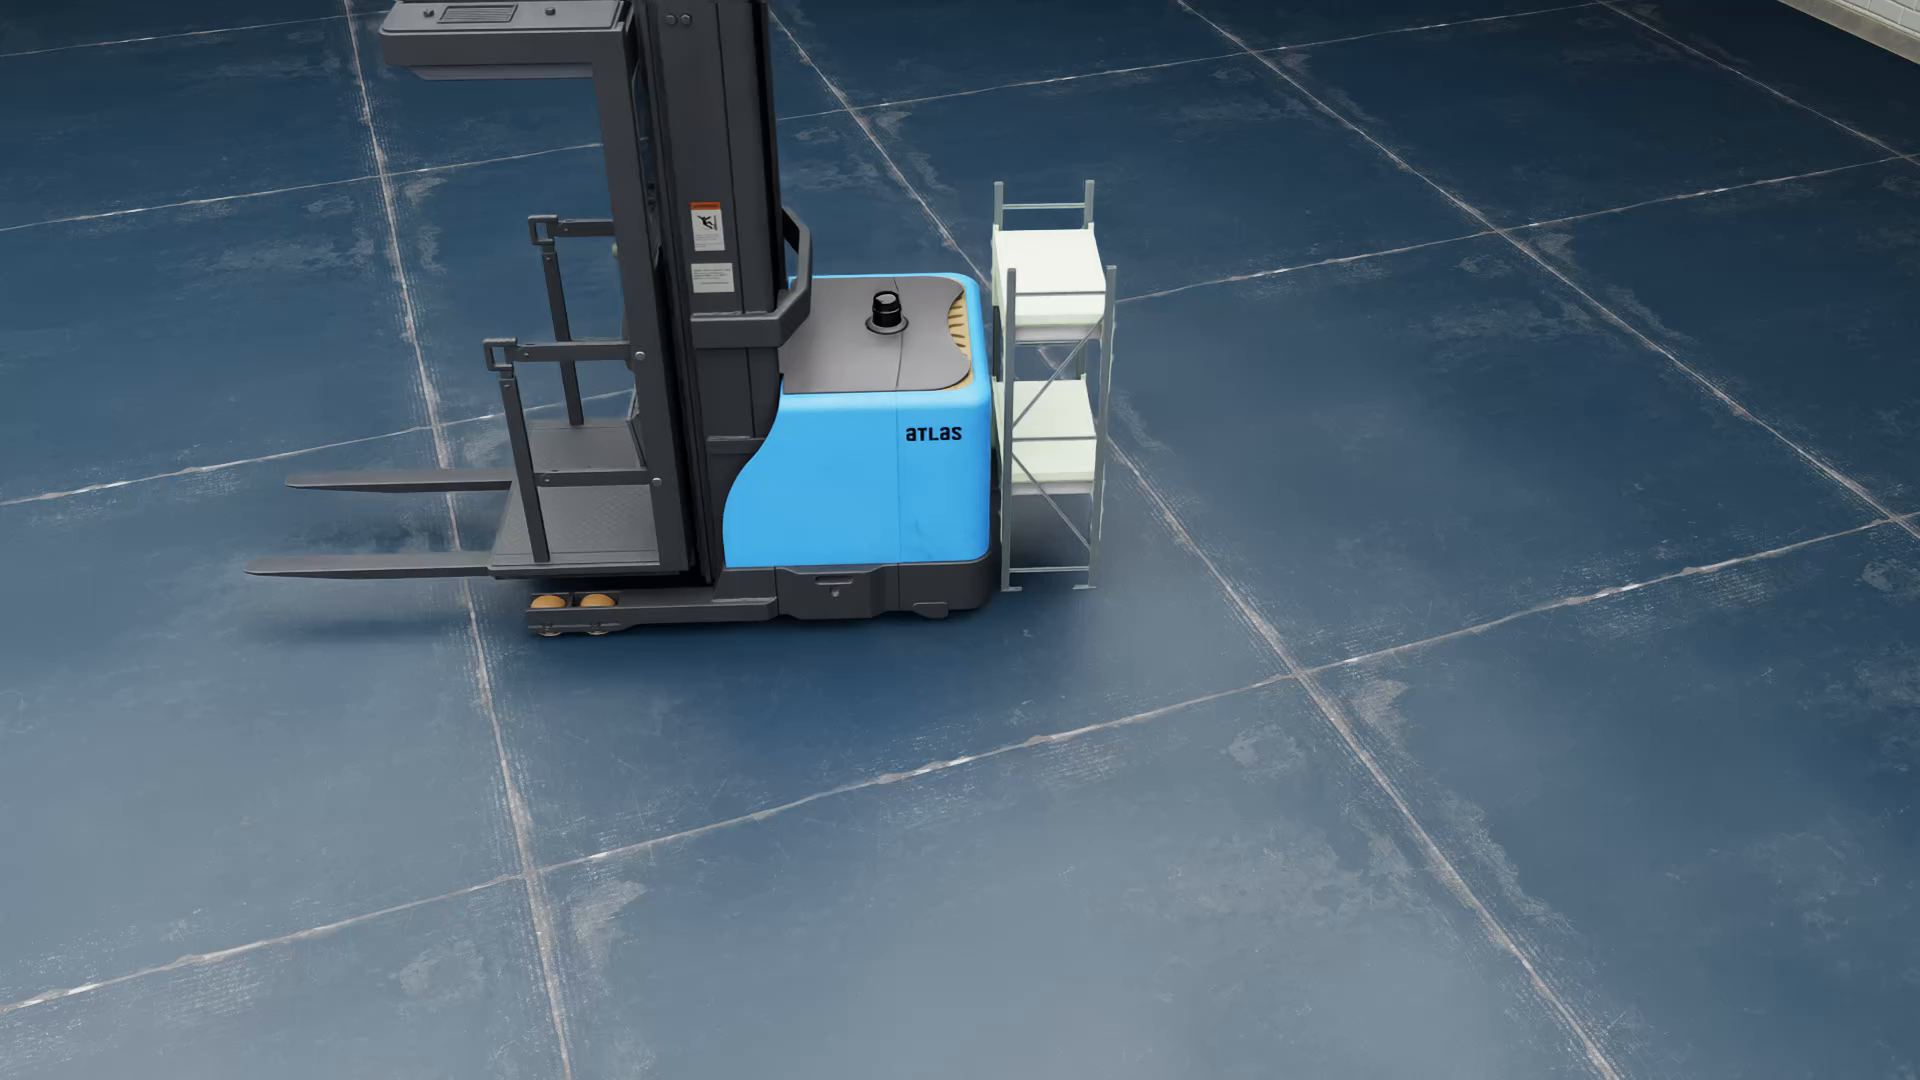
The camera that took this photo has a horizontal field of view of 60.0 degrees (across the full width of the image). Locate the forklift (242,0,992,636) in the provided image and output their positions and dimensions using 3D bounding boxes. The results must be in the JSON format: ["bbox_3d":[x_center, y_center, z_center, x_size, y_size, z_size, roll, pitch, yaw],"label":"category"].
[{"bbox_3d":[-1.402,-1.108,6.285,3.031,2.935,1.130,-2,37,-2],"label":"forklift"}]

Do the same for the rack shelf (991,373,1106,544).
[{"bbox_3d":[0.355,-0.354,7.015,0.431,0.370,0.720,-2,37,-2],"label":"rack shelf"}]

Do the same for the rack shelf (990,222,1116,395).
[{"bbox_3d":[0.355,-0.926,6.584,0.431,0.370,0.720,-2,37,-2],"label":"rack shelf"}]

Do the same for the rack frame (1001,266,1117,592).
[{"bbox_3d":[0.372,-0.394,6.527,0.400,1.500,0.023,-2,37,-2],"label":"rack frame"}]

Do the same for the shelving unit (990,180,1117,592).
[{"bbox_3d":[0.355,-0.614,6.819,0.431,1.500,0.755,-2,37,-2],"label":"shelving unit"}]

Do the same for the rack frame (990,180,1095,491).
[{"bbox_3d":[0.338,-0.834,7.111,0.400,1.500,0.023,-2,37,-2],"label":"rack frame"}]
